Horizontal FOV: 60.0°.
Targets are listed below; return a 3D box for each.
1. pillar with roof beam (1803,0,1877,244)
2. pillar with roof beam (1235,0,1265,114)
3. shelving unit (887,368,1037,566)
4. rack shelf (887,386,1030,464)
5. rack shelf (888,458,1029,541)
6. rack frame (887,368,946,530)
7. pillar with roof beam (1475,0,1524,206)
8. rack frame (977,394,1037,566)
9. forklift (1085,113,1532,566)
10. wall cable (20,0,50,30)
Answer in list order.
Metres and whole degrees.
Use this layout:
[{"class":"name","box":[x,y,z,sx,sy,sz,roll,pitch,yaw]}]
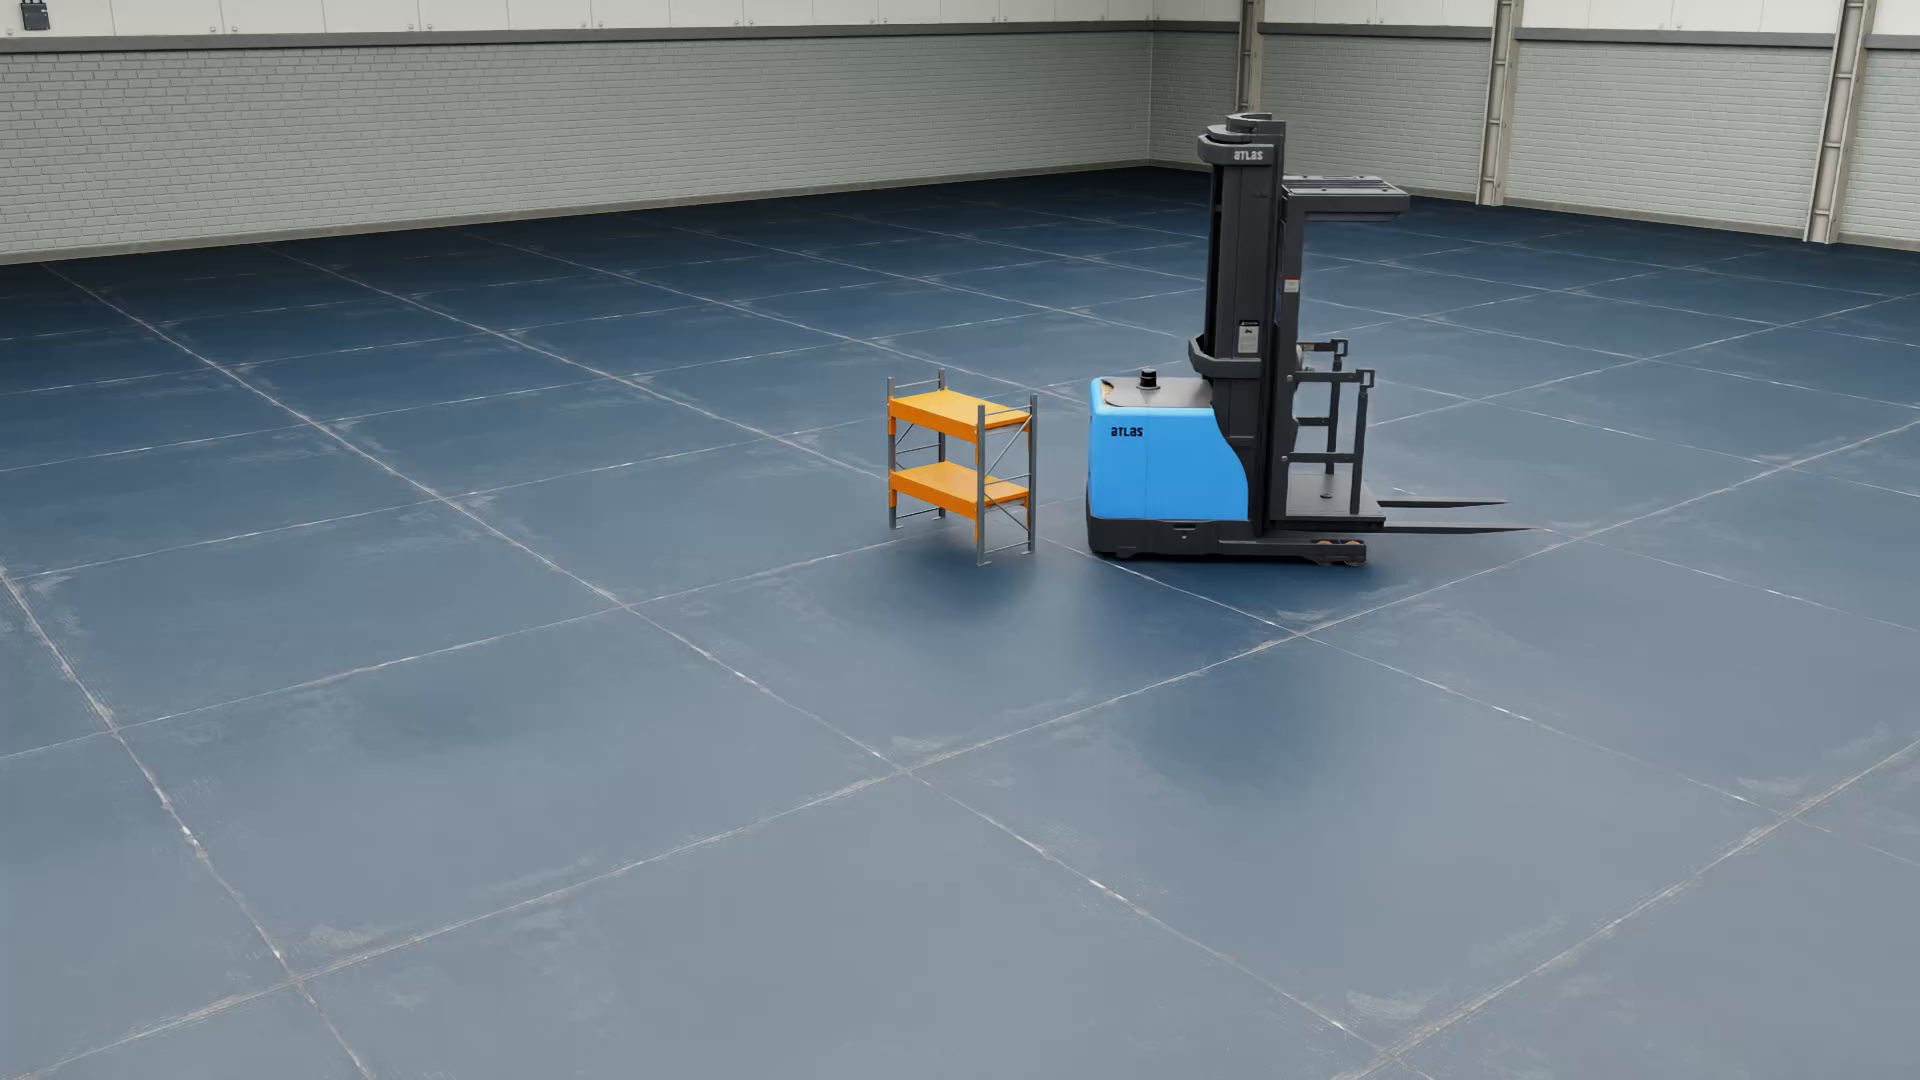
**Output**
[{"class":"pillar with roof beam","box":[10.018,-8.078,21.942,9.100,9.000,0.400,-14,23,-36]},{"class":"pillar with roof beam","box":[2.568,-11.035,30.871,9.100,9.000,0.400,-14,23,-36]},{"class":"shelving unit","box":[0.004,-0.532,11.681,0.538,1.125,1.048,-14,23,-36]},{"class":"rack shelf","box":[0.004,-0.810,11.589,0.538,0.278,1.000,-14,23,-36]},{"class":"rack shelf","box":[0.004,-0.300,11.758,0.538,0.278,1.000,-14,23,-36]},{"class":"rack frame","box":[-0.311,-0.658,12.059,0.500,1.125,0.032,-14,23,-36]},{"class":"pillar with roof beam","box":[6.293,-9.556,26.406,9.100,9.000,0.400,-14,23,-36]},{"class":"rack frame","box":[0.320,-0.407,11.302,0.500,1.125,0.032,-14,23,-36]},{"class":"forklift","box":[2.422,-1.386,11.385,3.031,2.935,1.130,1,18,2]},{"class":"wall cable","box":[-12.091,-10.174,22.863,2.305,6.003,0.169,-14,23,-36]}]
